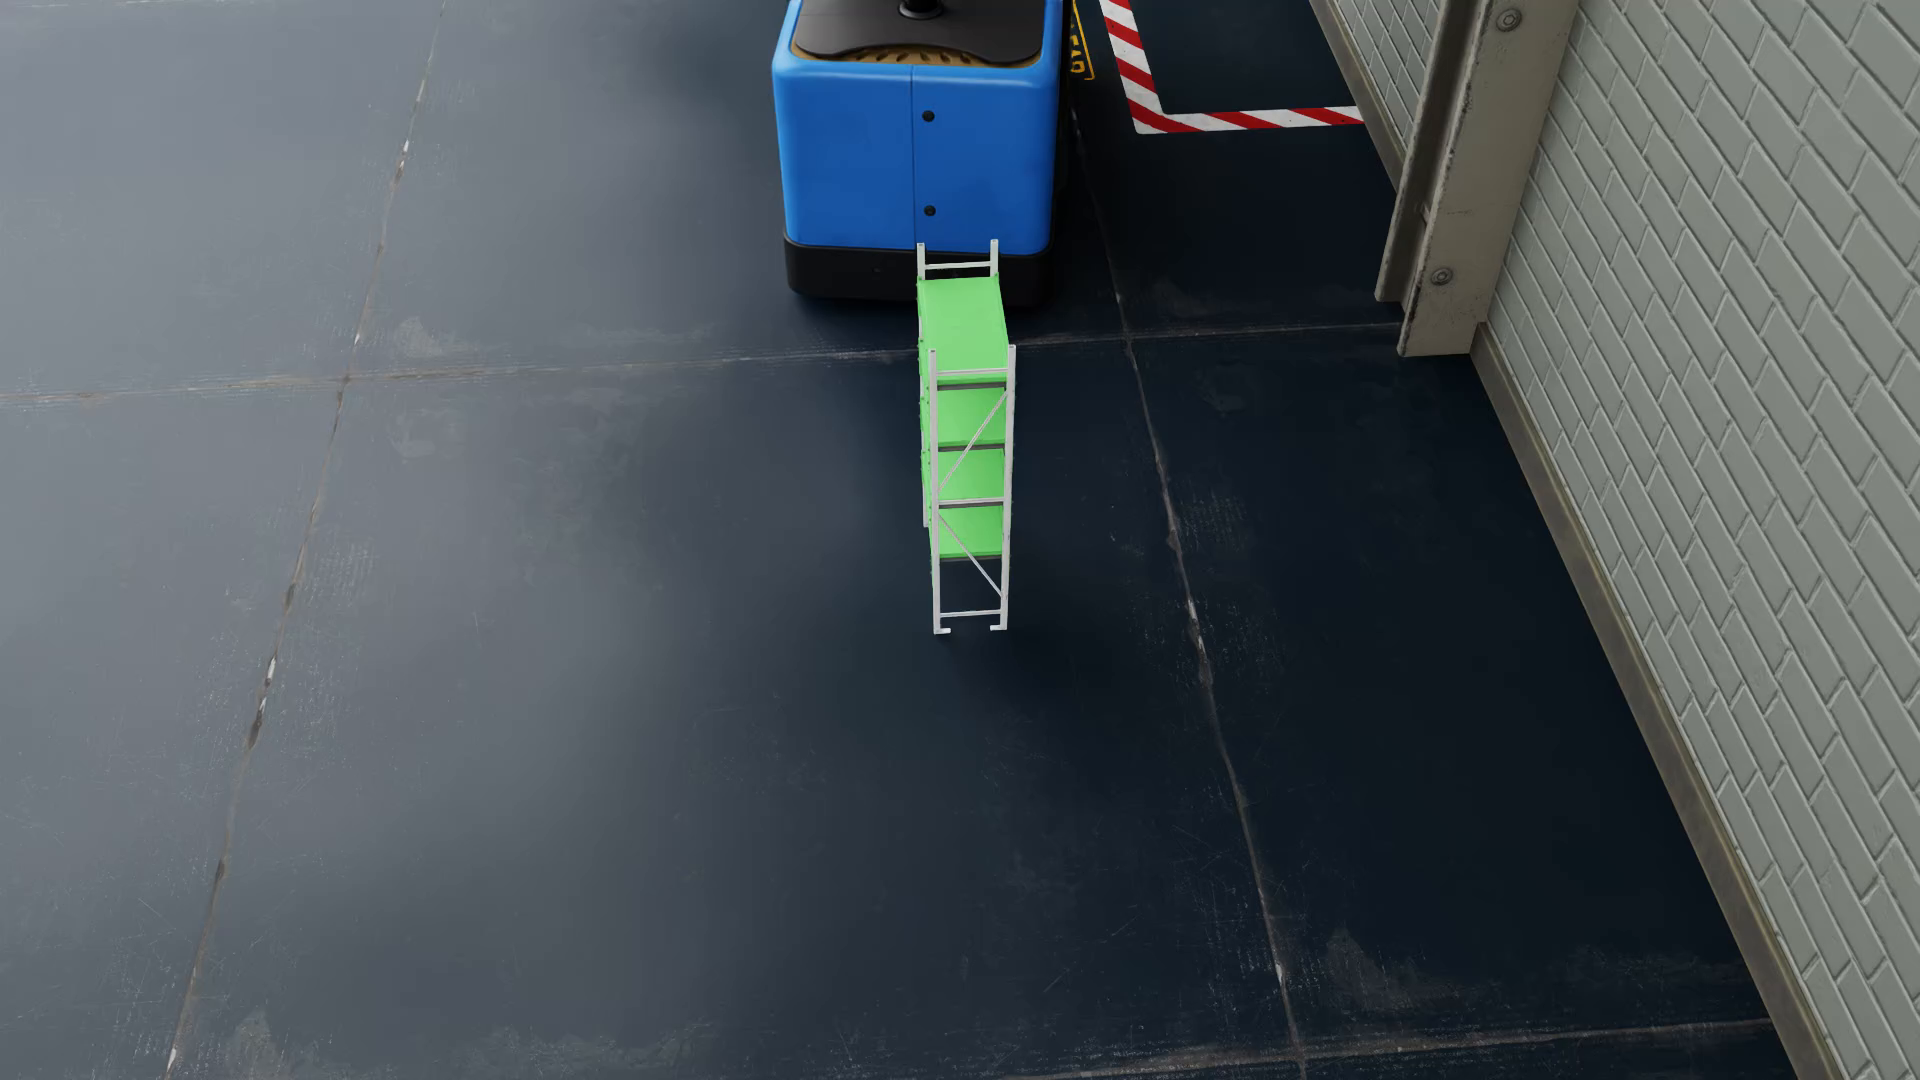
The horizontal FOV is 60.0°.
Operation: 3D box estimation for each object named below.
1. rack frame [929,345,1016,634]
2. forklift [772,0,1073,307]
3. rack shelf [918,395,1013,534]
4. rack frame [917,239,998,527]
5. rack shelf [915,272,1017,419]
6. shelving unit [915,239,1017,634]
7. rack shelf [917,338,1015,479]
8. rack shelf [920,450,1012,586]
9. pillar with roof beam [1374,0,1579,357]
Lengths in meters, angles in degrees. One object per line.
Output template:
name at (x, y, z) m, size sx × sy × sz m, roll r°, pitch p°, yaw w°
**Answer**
rack frame at (0.034, -0.116, 5.034) m, size 0.240 × 1.200 × 0.015 m, roll -3°, pitch 47°, yaw -3°
forklift at (-0.057, -2.991, 6.564) m, size 1.130 × 2.935 × 3.031 m, roll 3°, pitch 47°, yaw 3°
rack shelf at (0.014, -0.249, 5.247) m, size 0.258 × 0.148 × 0.480 m, roll -3°, pitch 47°, yaw -3°
rack frame at (-0.007, -0.469, 5.368) m, size 0.240 × 1.200 × 0.015 m, roll -3°, pitch 47°, yaw -3°
rack shelf at (0.014, -0.579, 4.899) m, size 0.258 × 0.148 × 0.480 m, roll -3°, pitch 47°, yaw -3°
shelving unit at (0.014, -0.293, 5.201) m, size 0.258 × 1.200 × 0.503 m, roll -3°, pitch 47°, yaw -3°
rack shelf at (0.014, -0.414, 5.073) m, size 0.258 × 0.148 × 0.480 m, roll -3°, pitch 47°, yaw -3°
rack shelf at (0.014, -0.084, 5.422) m, size 0.258 × 0.148 × 0.480 m, roll -3°, pitch 47°, yaw -3°
pillar with roof beam at (-2.454, -3.693, 3.050) m, size 9.100 × 9.000 × 0.400 m, roll -3°, pitch 47°, yaw -3°
